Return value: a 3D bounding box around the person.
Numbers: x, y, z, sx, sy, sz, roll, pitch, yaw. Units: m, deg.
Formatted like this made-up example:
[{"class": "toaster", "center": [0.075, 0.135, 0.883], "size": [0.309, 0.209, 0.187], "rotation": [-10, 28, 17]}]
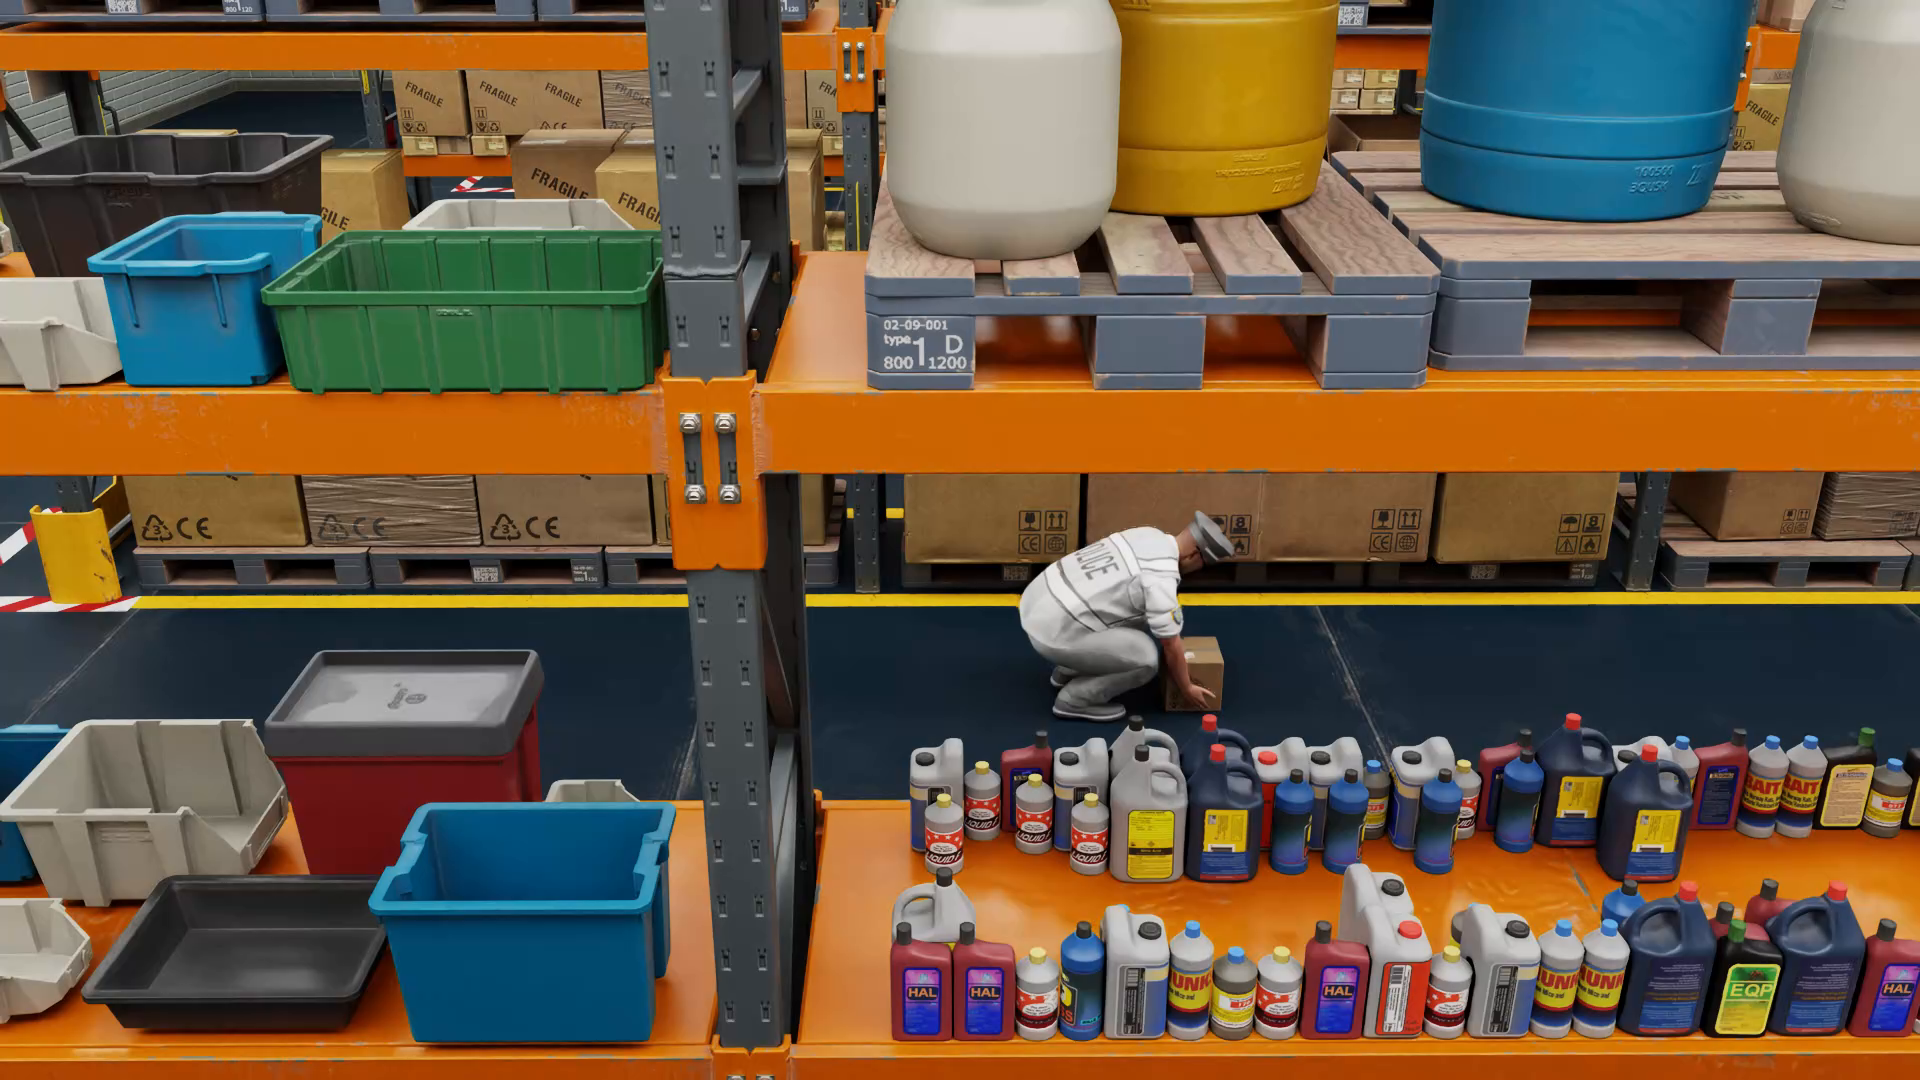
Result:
[{"class": "person", "center": [0.743, 0.327, 7.442], "size": [0.956, 0.903, 0.556], "rotation": [-1, 24, -1]}]
